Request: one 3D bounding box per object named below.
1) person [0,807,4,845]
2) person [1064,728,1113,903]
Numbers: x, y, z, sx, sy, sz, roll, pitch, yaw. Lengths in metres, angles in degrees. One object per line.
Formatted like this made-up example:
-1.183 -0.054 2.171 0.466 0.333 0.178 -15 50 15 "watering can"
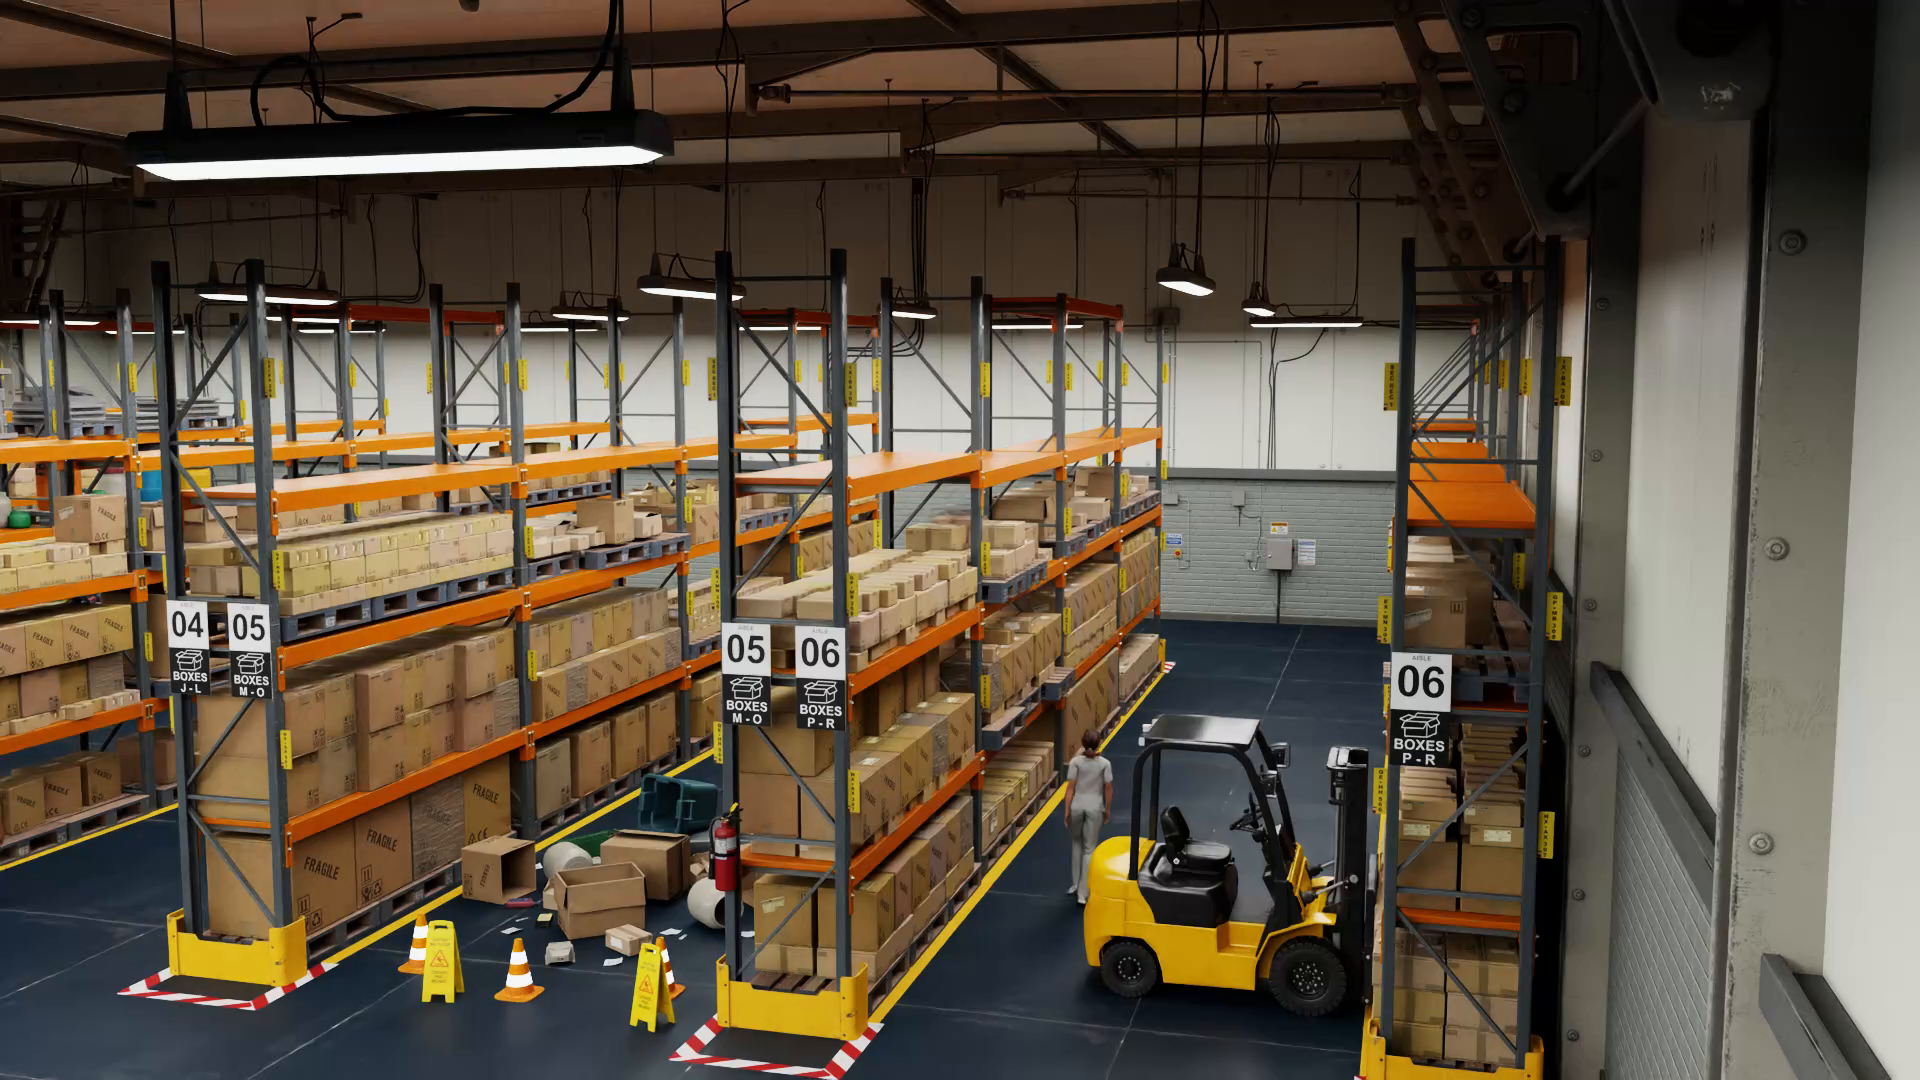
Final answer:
-9.283 2.743 15.486 0.465 1.560 1.084 0 6 1 "person"
1.240 2.671 16.049 0.453 1.715 0.595 1 6 12 "person"
